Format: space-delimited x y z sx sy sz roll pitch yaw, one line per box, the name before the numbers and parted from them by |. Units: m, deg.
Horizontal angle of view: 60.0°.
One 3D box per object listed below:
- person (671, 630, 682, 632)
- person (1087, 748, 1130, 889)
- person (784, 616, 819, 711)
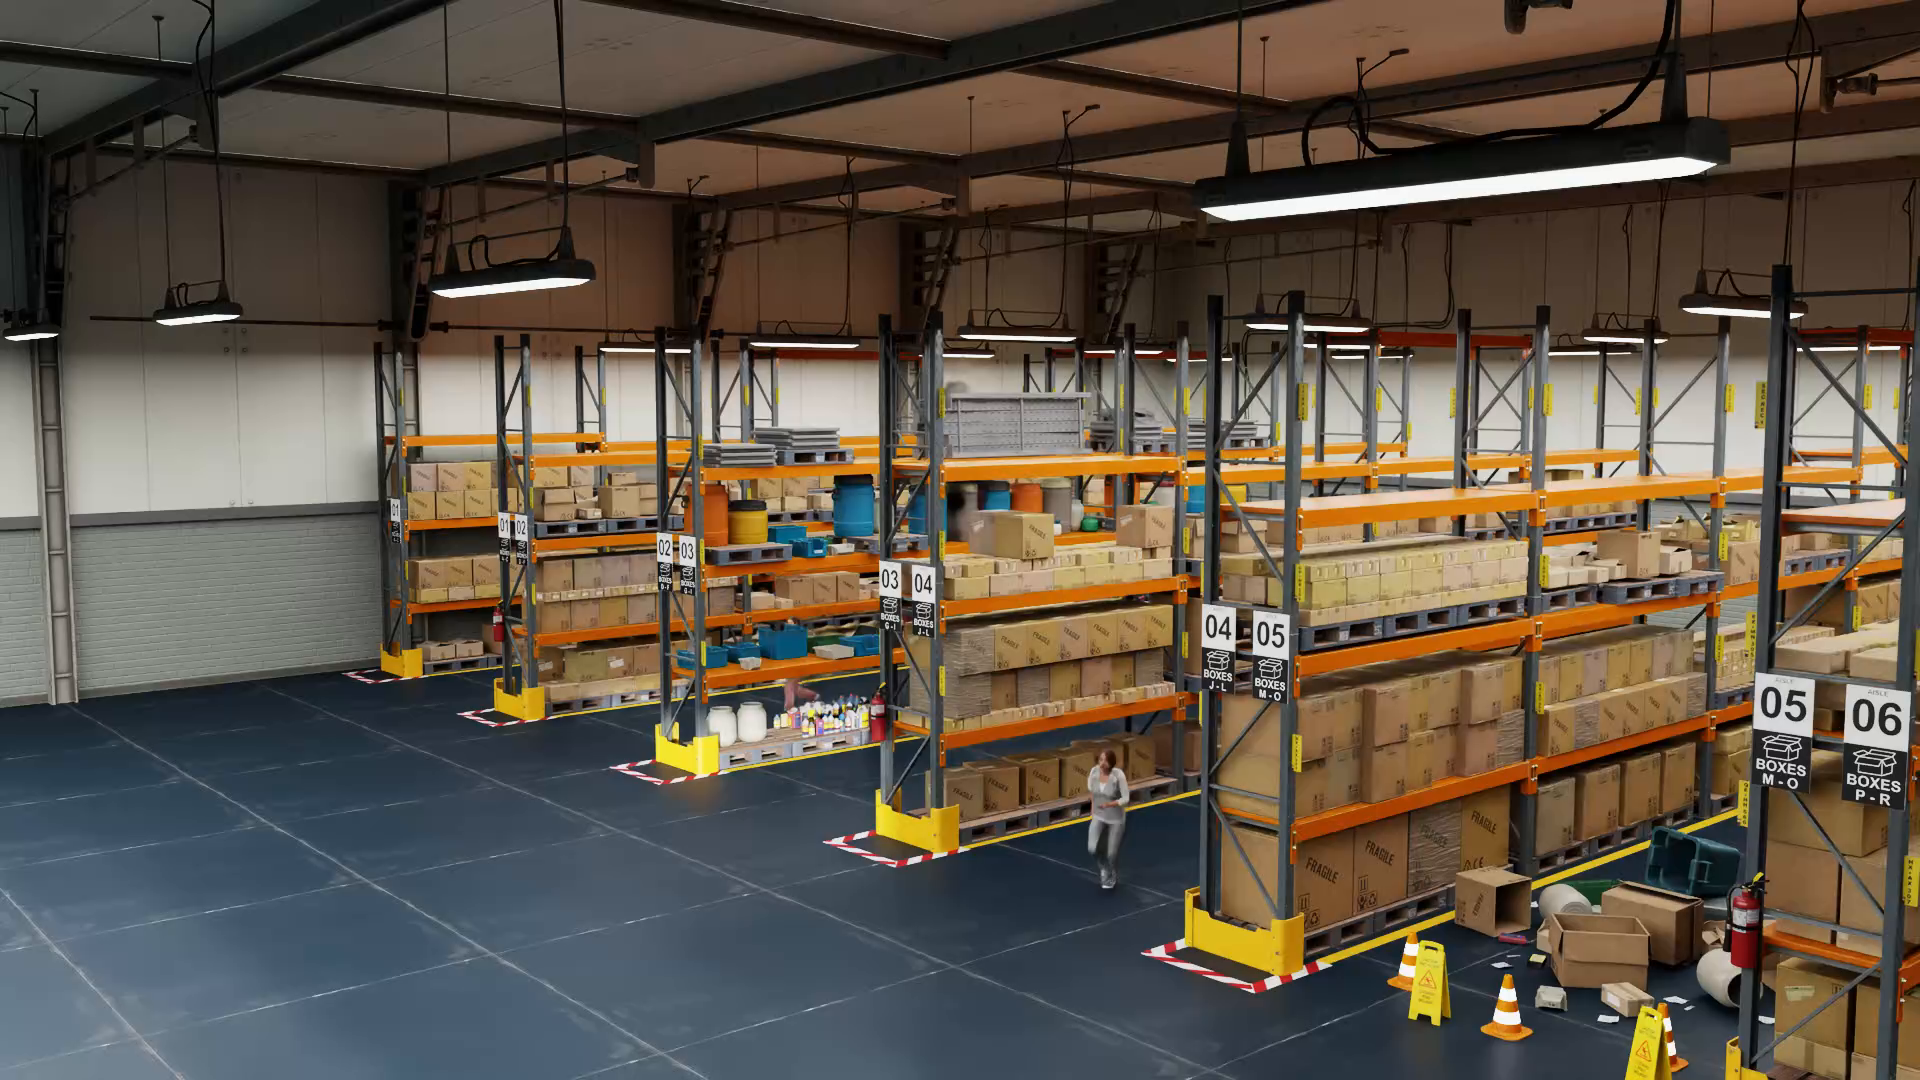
person | -5.049 1.626 30.315 0.587 1.642 0.755 4 7 38
person | 1.492 2.844 16.901 0.496 1.526 0.695 2 6 19
person | -2.506 1.989 25.889 0.566 1.647 0.875 5 7 45
